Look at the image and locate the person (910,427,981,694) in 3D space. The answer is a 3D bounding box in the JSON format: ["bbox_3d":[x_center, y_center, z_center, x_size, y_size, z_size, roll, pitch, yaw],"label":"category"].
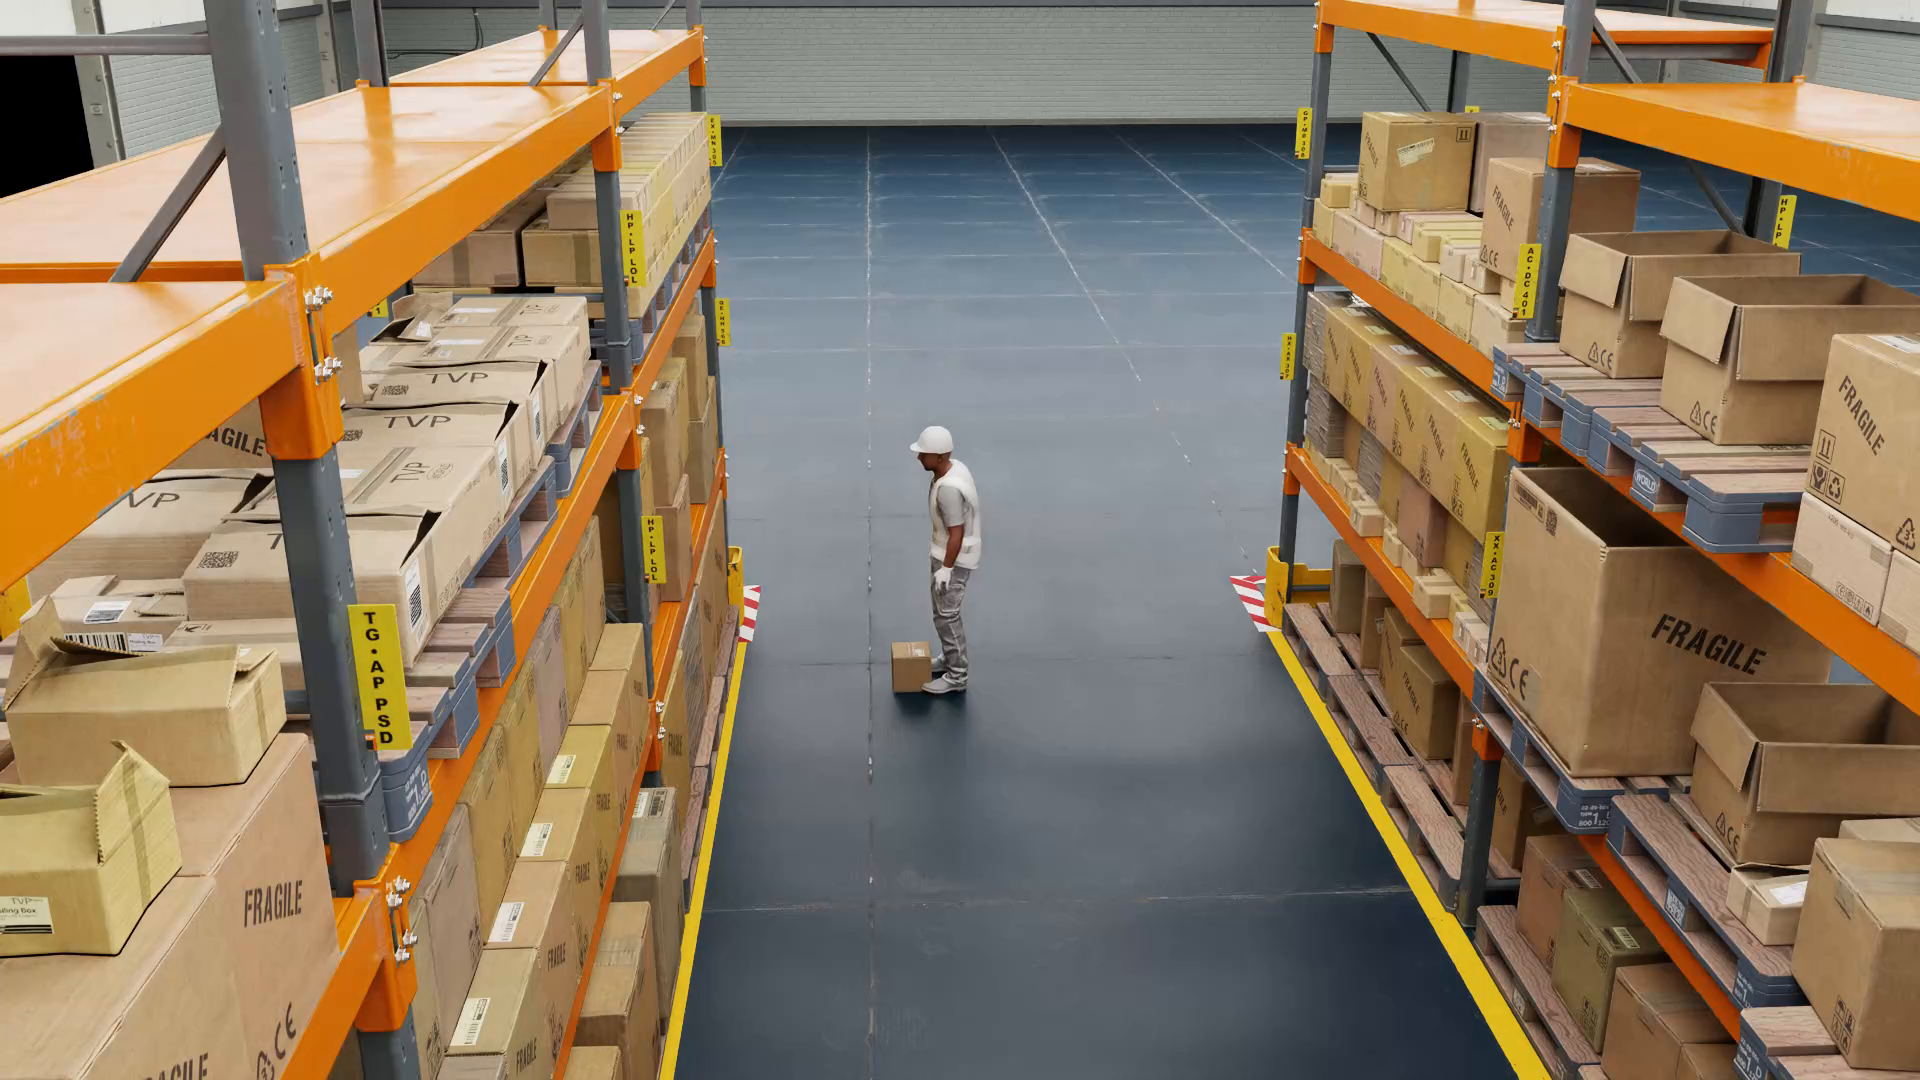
[{"bbox_3d":[-0.090,0.113,10.751,0.448,1.774,0.617,-1,20,-3],"label":"person"}]
